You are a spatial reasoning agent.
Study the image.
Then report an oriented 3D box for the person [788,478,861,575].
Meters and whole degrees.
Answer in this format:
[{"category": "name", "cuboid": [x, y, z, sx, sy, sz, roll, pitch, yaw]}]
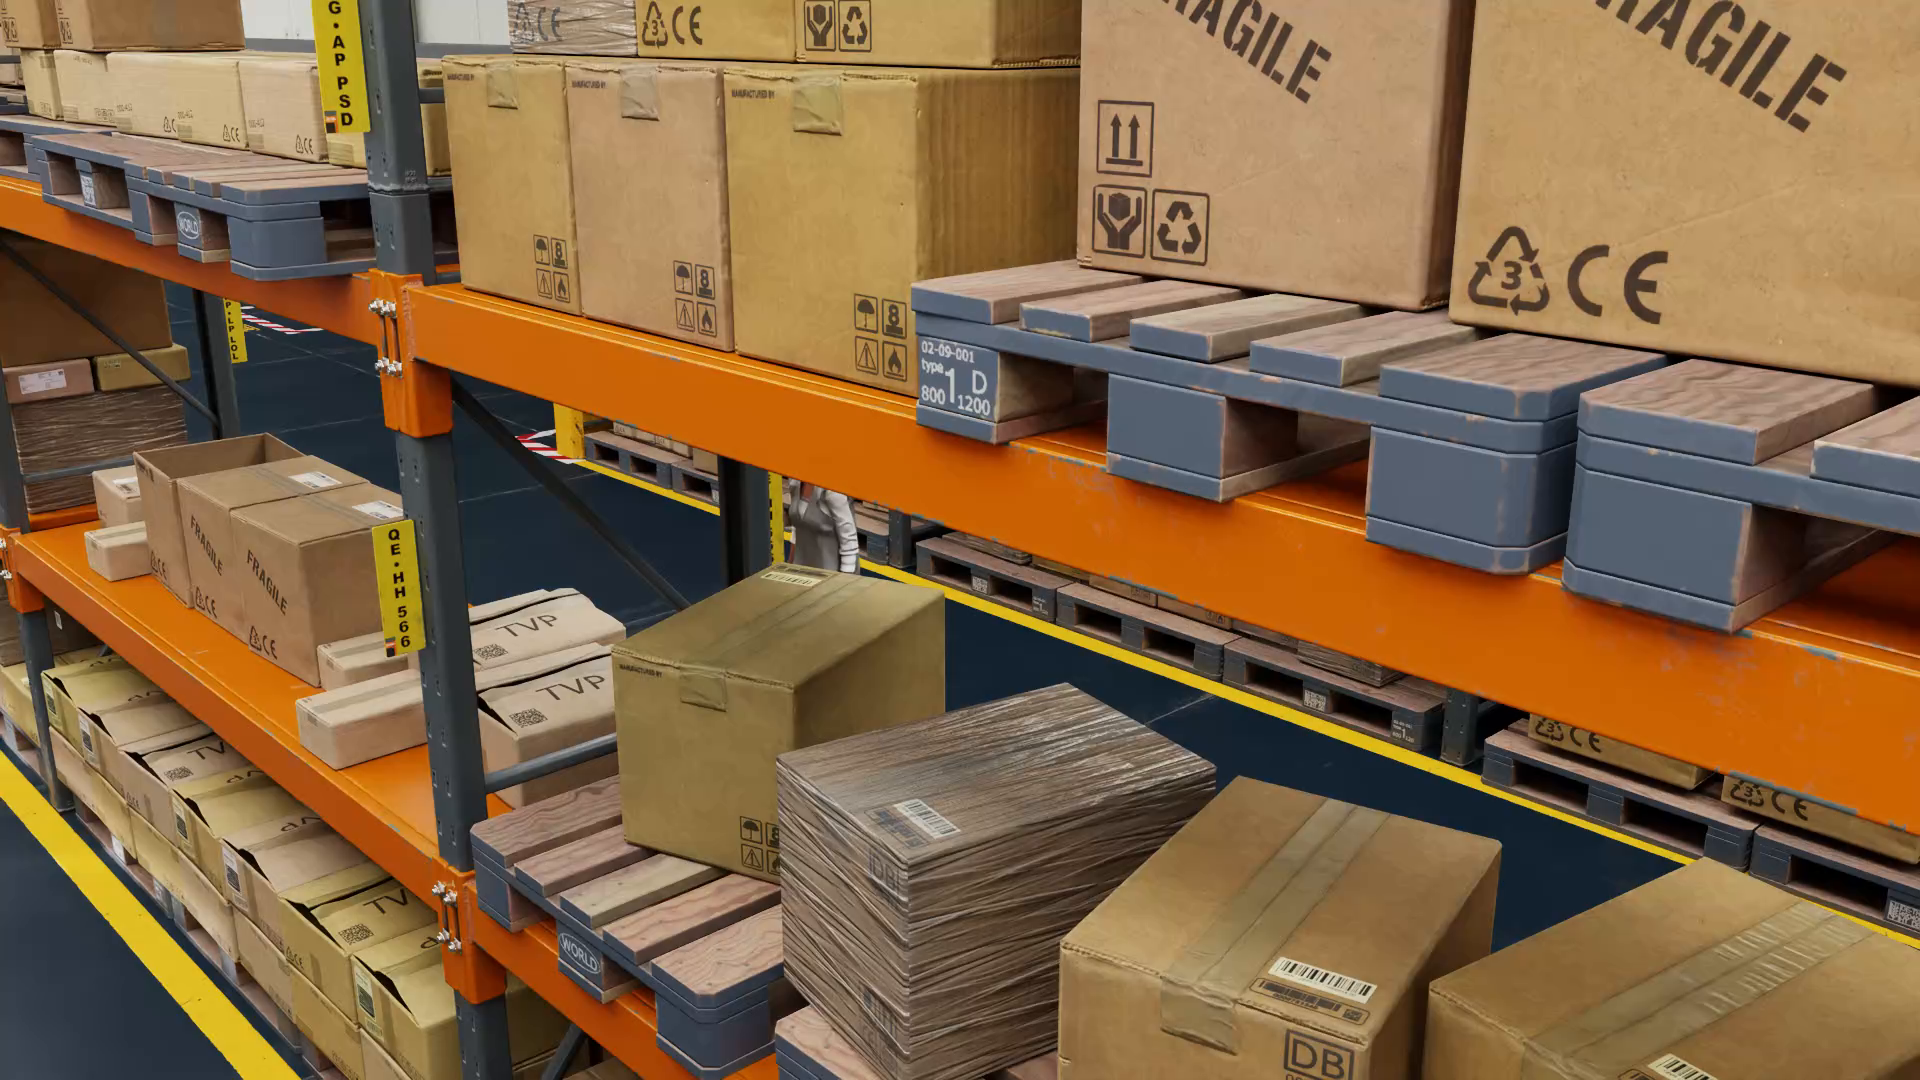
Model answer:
[{"category": "person", "cuboid": [-0.661, 0.221, 7.890, 0.347, 1.581, 0.459, -16, 24, -41]}]
